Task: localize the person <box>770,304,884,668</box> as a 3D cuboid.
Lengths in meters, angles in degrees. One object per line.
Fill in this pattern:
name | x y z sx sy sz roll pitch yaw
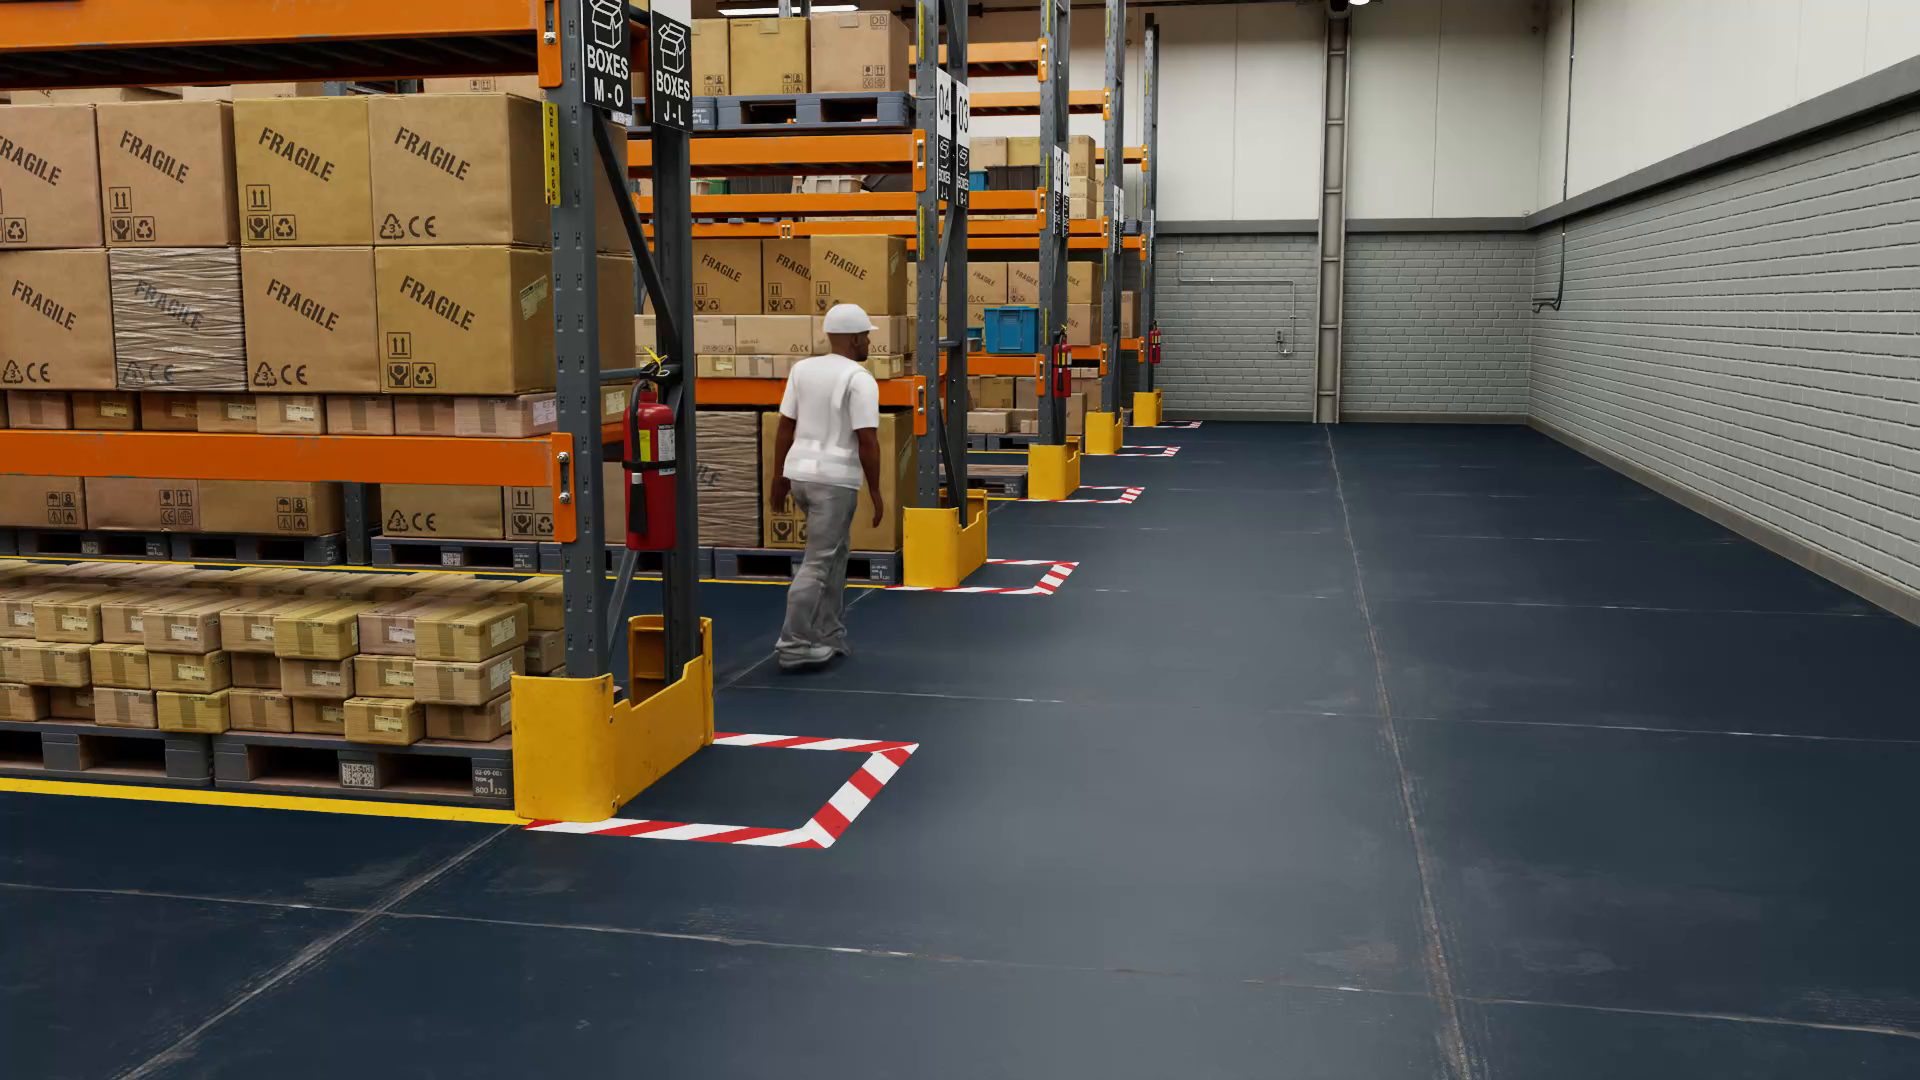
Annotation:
person | -0.653 -0.237 8.068 0.612 1.798 0.629 -7 11 -42
